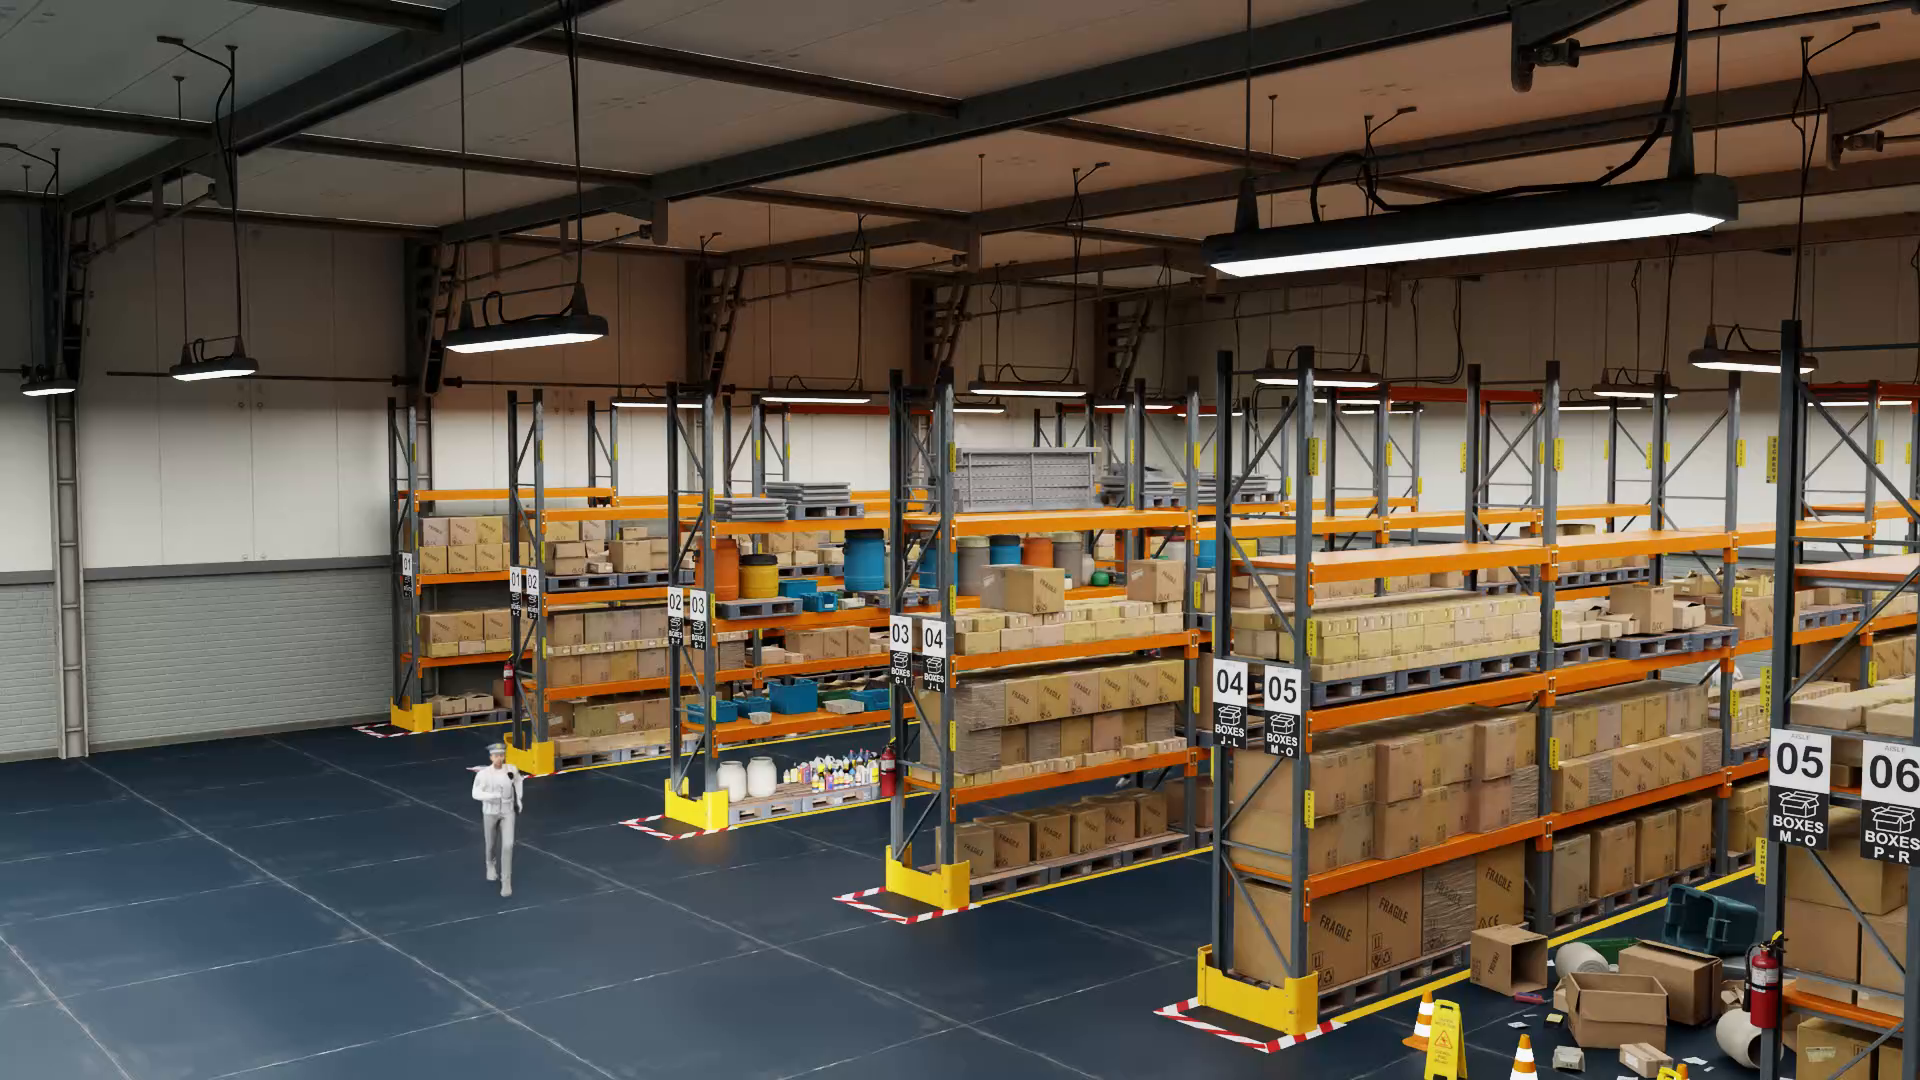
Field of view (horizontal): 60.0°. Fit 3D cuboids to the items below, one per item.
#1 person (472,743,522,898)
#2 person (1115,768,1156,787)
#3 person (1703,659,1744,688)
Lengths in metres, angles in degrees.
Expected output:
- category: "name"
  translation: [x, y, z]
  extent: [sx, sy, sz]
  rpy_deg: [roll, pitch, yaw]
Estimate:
- category: "person"
  translation: [-5.334, 3.178, 19.211]
  extent: [0.589, 1.720, 0.863]
  rpy_deg: [-1, 4, -21]
- category: "person"
  translation: [2.724, 2.950, 25.220]
  extent: [0.916, 1.547, 0.571]
  rpy_deg: [-3, 5, -43]
- category: "person"
  translation: [12.986, 2.714, 28.299]
  extent: [0.642, 1.677, 0.735]
  rpy_deg: [2, 4, 26]
